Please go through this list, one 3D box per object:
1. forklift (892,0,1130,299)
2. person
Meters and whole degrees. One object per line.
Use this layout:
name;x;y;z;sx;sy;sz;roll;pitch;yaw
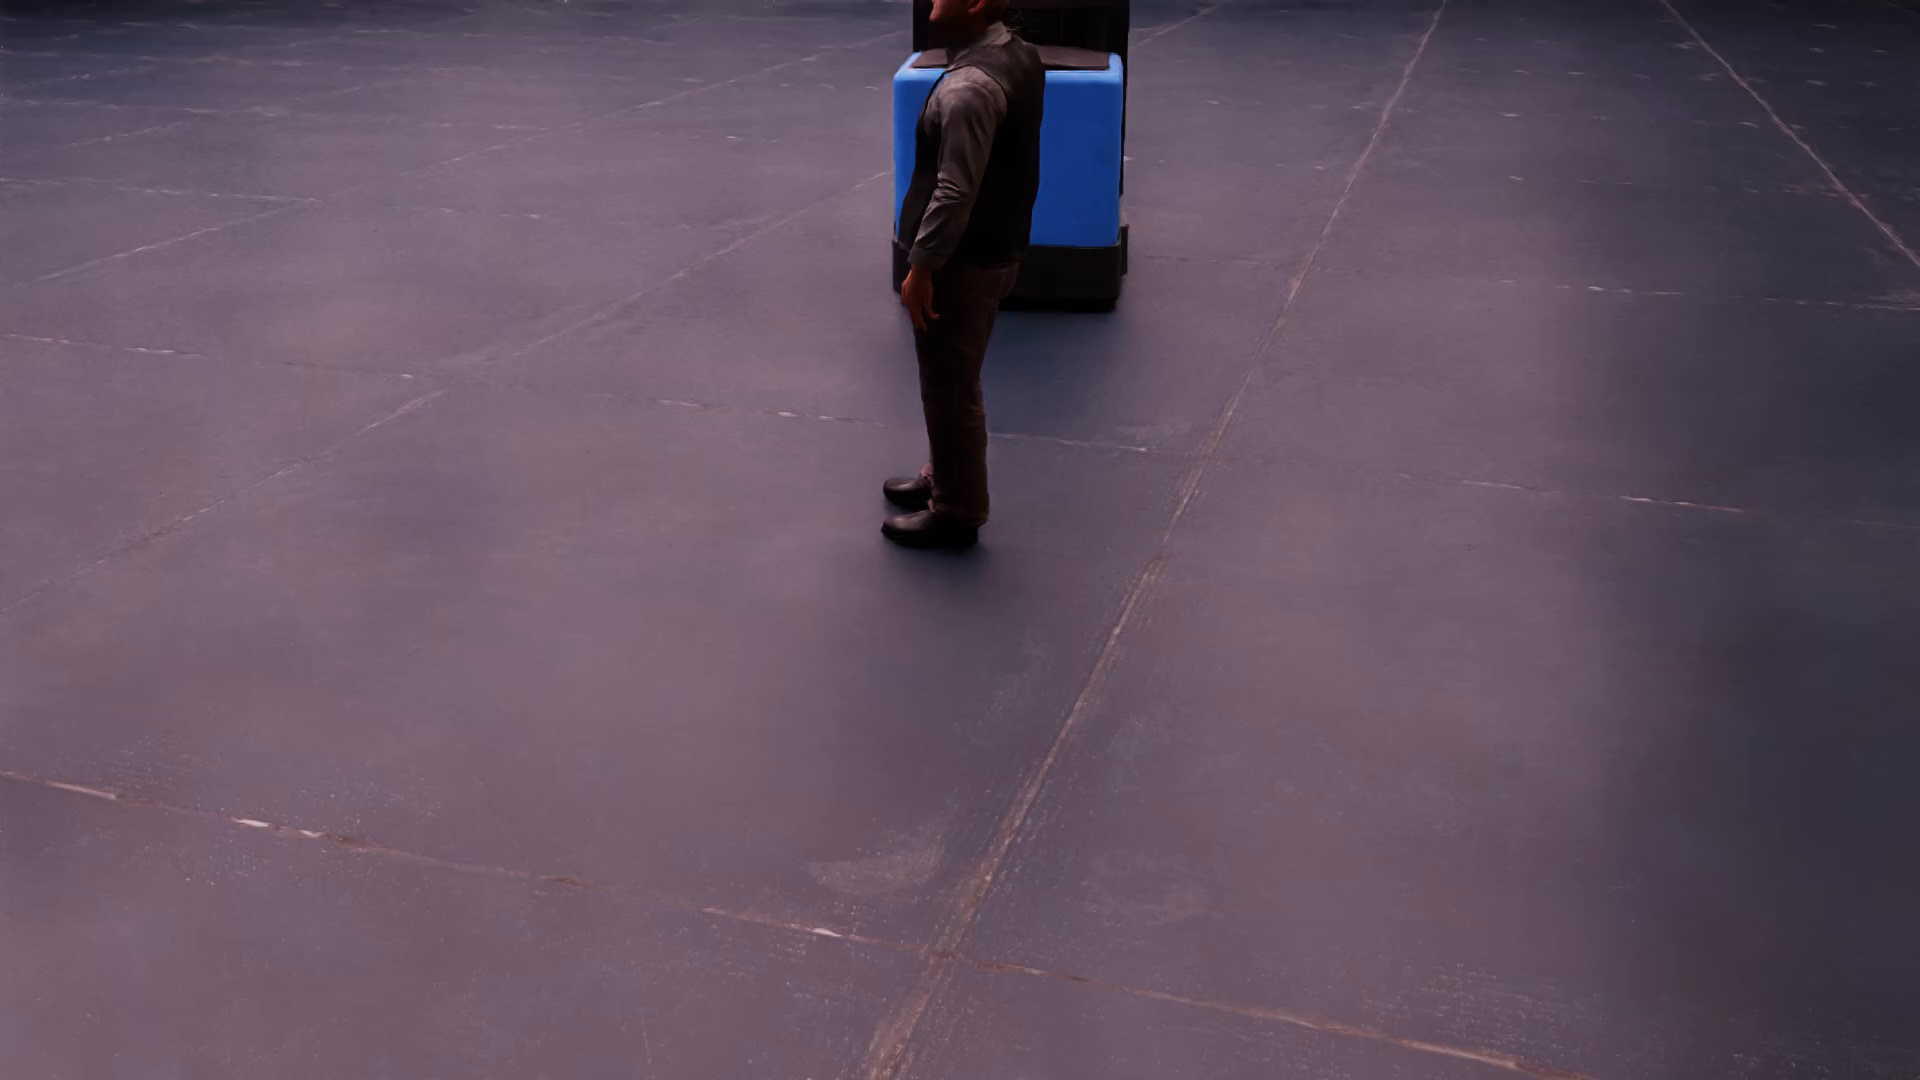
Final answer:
forklift;0.327;-2.980;8.497;1.130;2.935;3.031;2;23;4
person;-0.057;-0.812;4.814;0.567;1.720;0.632;7;23;16
